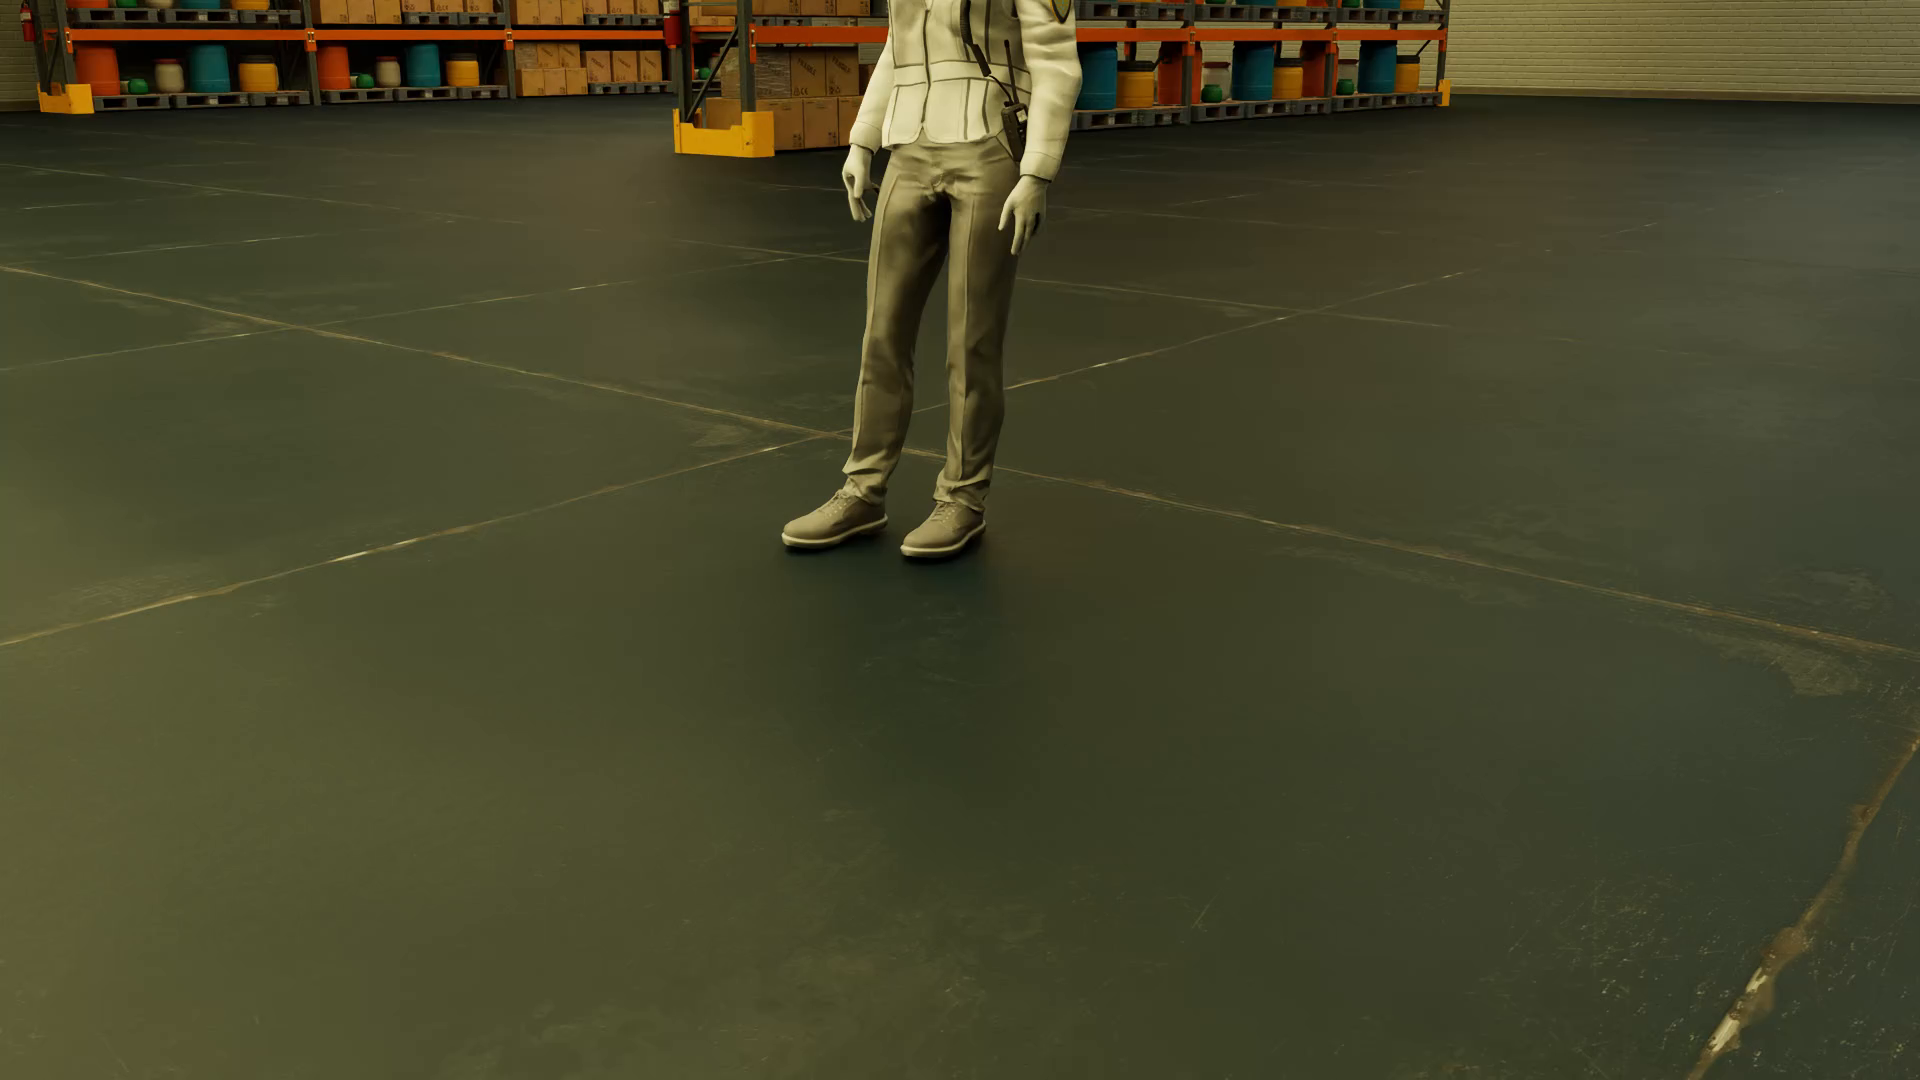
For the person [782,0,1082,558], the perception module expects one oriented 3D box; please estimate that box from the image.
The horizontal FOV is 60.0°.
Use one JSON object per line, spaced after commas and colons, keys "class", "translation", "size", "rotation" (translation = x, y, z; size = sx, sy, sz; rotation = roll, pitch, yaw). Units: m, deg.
{"class": "person", "translation": [-0.049, -0.803, 3.647], "size": [0.587, 1.694, 0.530], "rotation": [13, 21, 37]}
